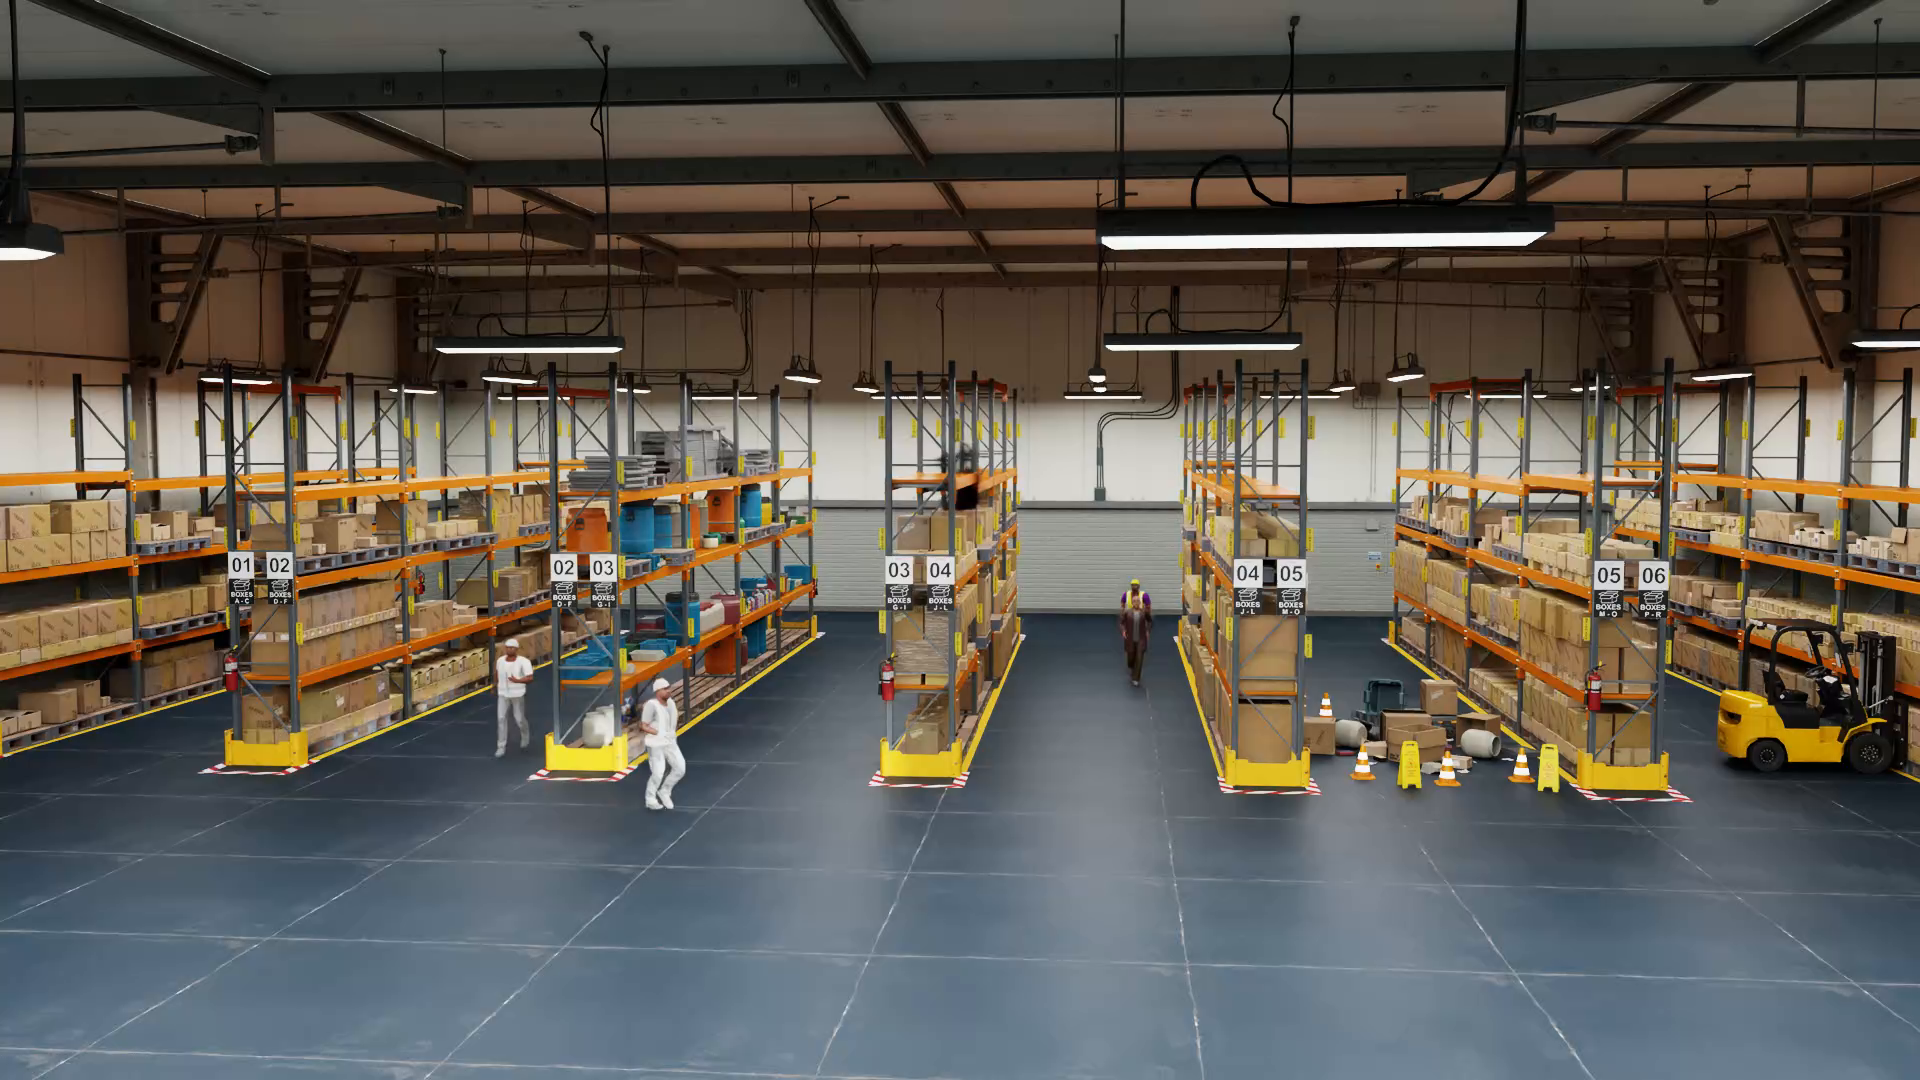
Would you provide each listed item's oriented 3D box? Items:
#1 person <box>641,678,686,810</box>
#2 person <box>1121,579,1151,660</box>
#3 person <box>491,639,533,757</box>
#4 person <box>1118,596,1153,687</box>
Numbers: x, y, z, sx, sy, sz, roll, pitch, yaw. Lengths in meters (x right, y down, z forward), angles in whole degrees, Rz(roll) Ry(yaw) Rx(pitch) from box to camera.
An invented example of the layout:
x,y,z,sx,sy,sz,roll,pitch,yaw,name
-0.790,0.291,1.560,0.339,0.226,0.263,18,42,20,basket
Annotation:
x,y,z,sx,sy,sz,roll,pitch,yaw,name
-3.880,2.687,21.789,0.656,1.756,0.660,3,5,37,person
3.844,1.749,36.358,0.664,1.800,0.718,0,4,7,person
-6.926,2.397,25.692,0.705,1.760,0.966,0,4,6,person
3.473,1.979,32.858,0.711,1.754,0.877,0,4,3,person
